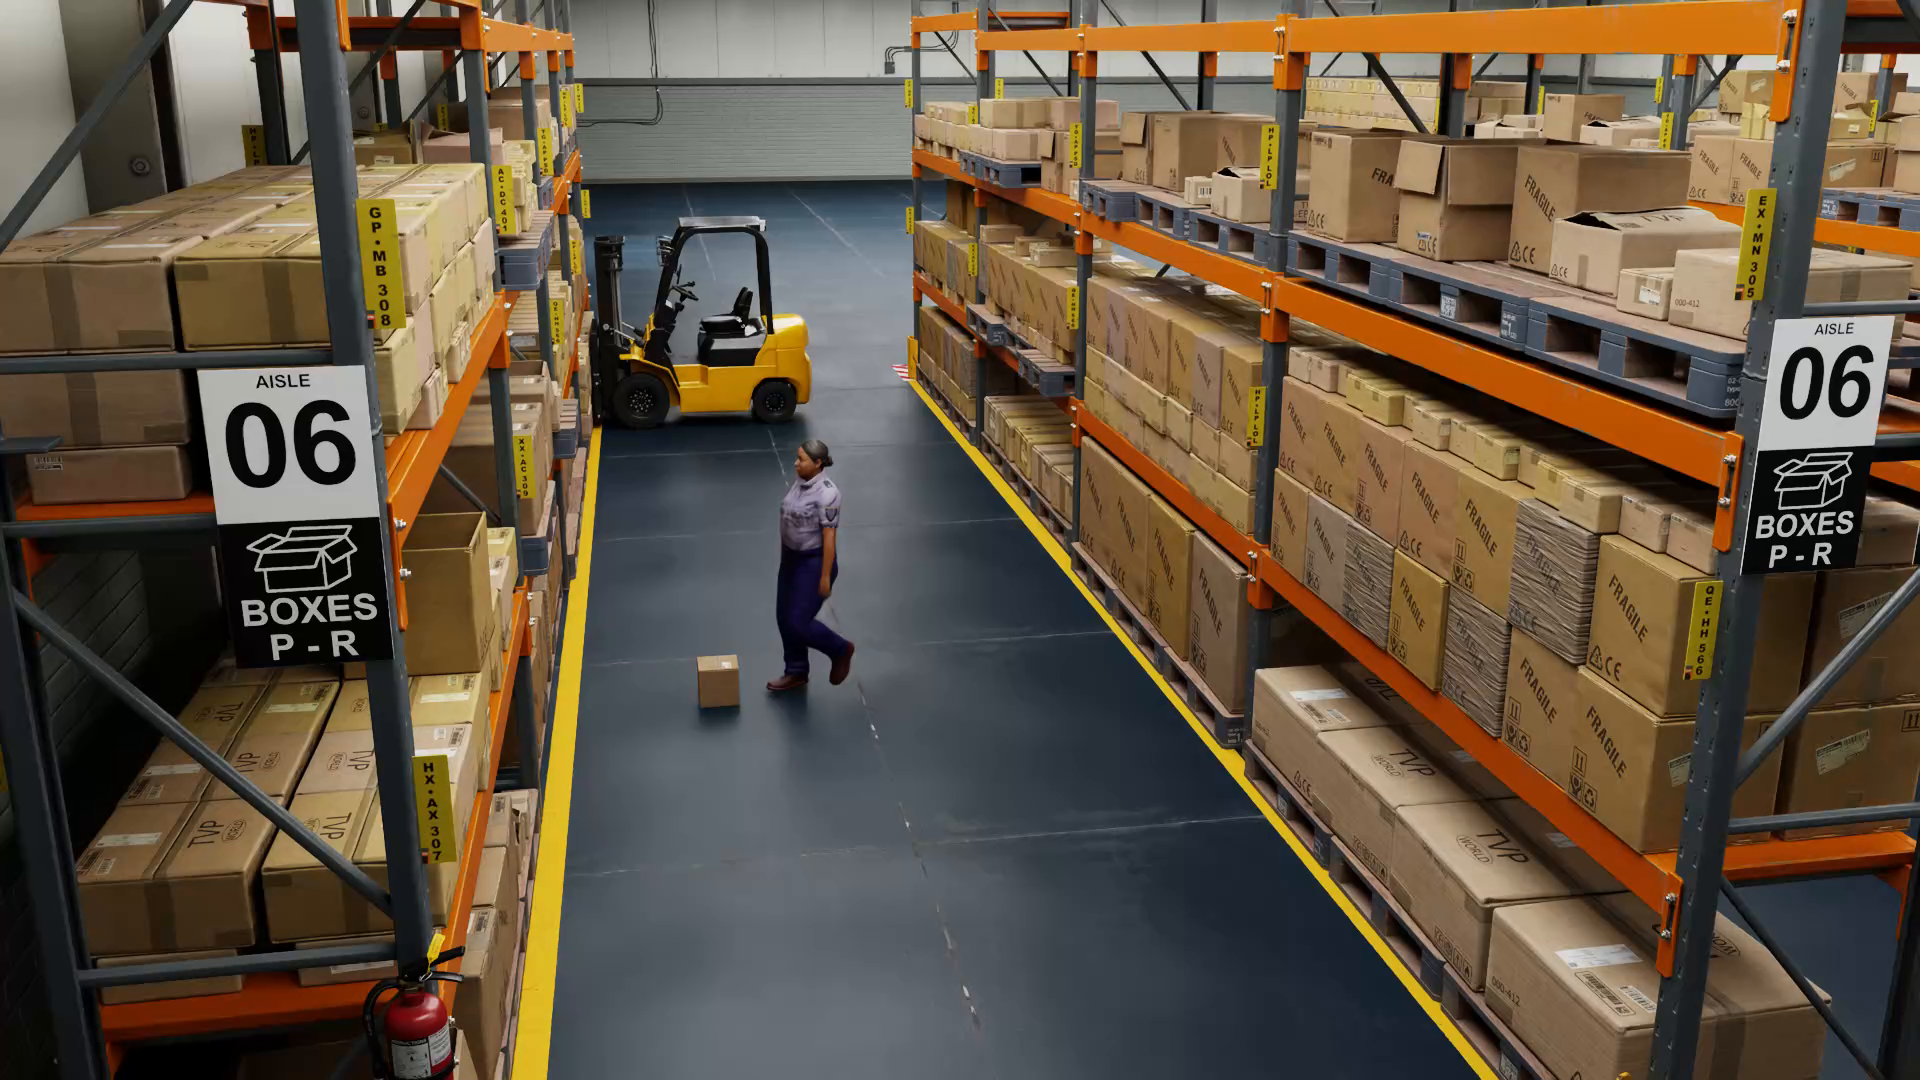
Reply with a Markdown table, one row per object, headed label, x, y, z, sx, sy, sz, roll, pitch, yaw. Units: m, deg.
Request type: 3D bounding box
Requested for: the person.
| label | x | y | z | sx | sy | sz | roll | pitch | yaw |
| --- | --- | --- | --- | --- | --- | --- | --- | --- | --- |
| person | -0.964 | 0.167 | 10.448 | 0.522 | 1.635 | 0.499 | -11 | 20 | -32 |
